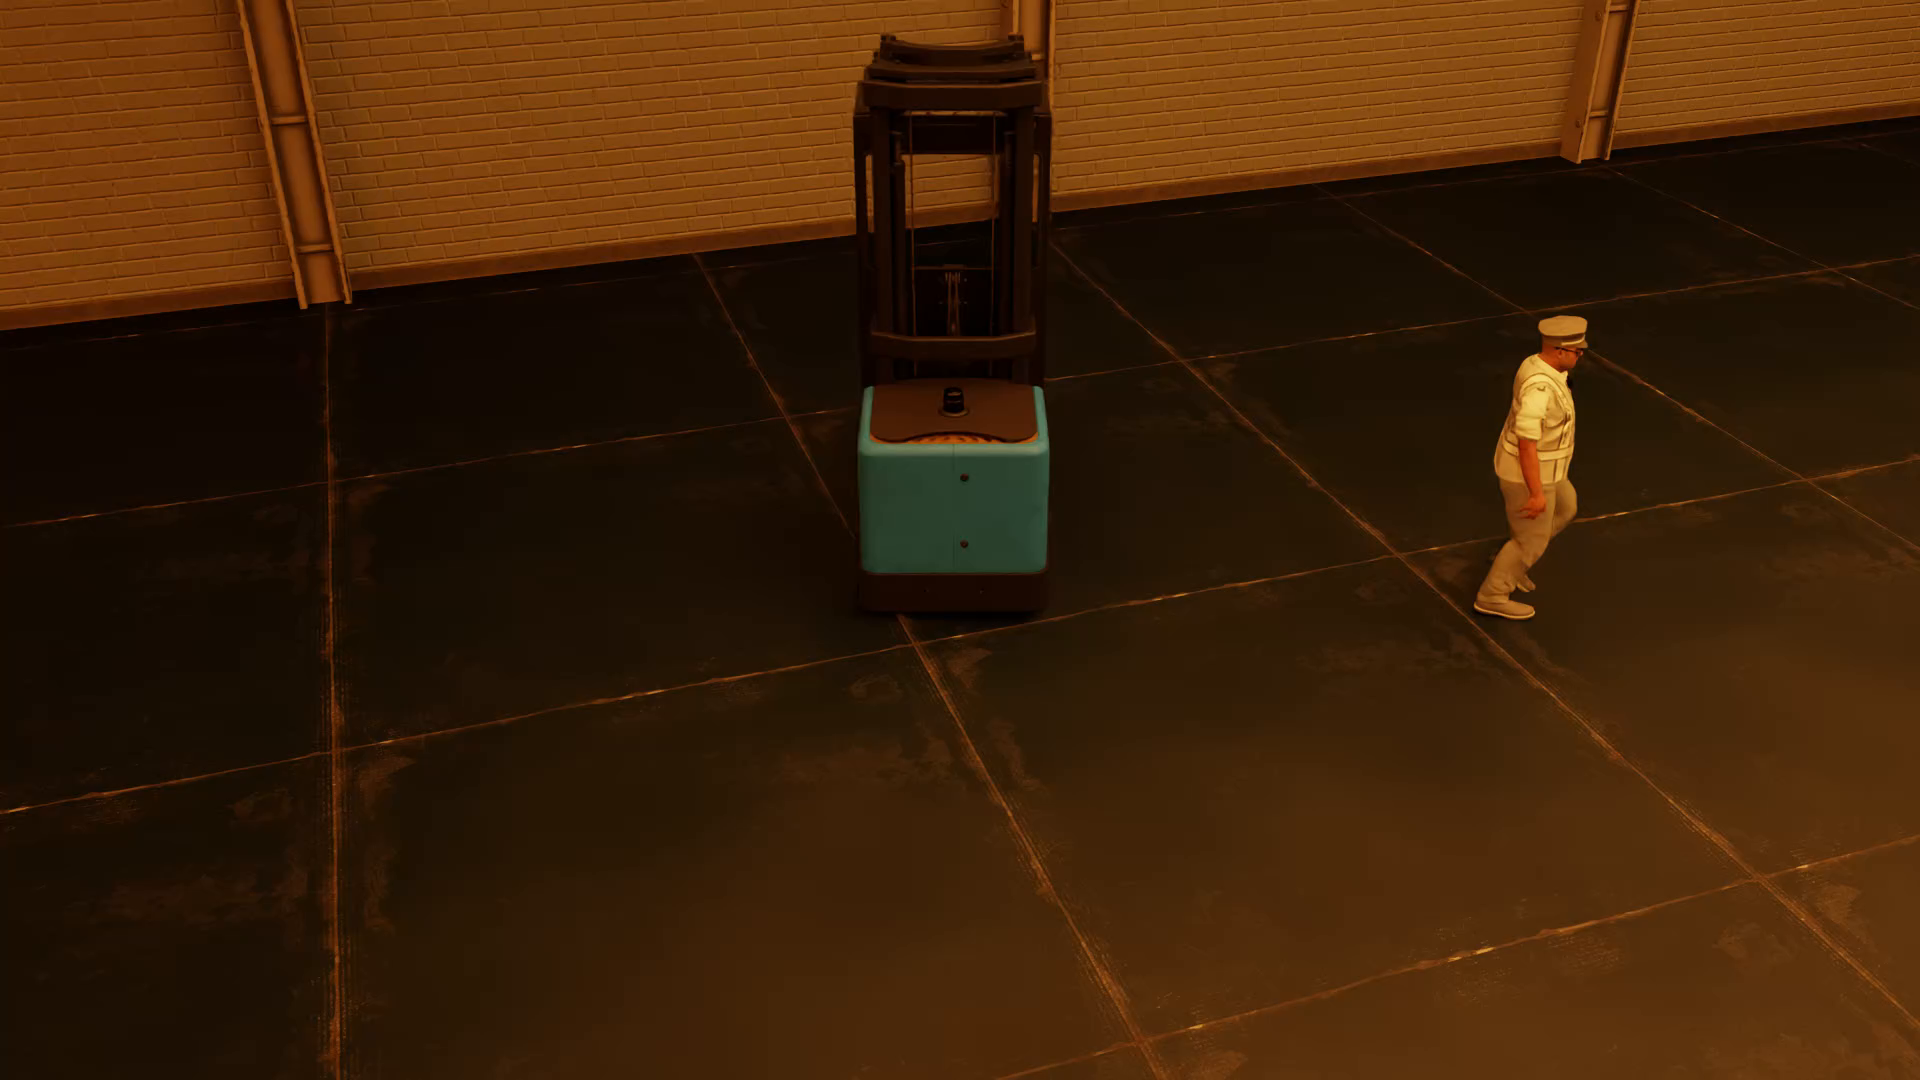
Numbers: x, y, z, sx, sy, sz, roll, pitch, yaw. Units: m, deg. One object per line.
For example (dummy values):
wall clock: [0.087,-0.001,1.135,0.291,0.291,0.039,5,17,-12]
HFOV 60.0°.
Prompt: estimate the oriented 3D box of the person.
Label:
person: [3.132,-0.363,8.955,0.496,1.771,0.650,7,31,12]

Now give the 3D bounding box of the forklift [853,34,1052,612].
forklift: [-0.044,-1.568,9.811,1.130,2.935,3.031,0,30,0]
